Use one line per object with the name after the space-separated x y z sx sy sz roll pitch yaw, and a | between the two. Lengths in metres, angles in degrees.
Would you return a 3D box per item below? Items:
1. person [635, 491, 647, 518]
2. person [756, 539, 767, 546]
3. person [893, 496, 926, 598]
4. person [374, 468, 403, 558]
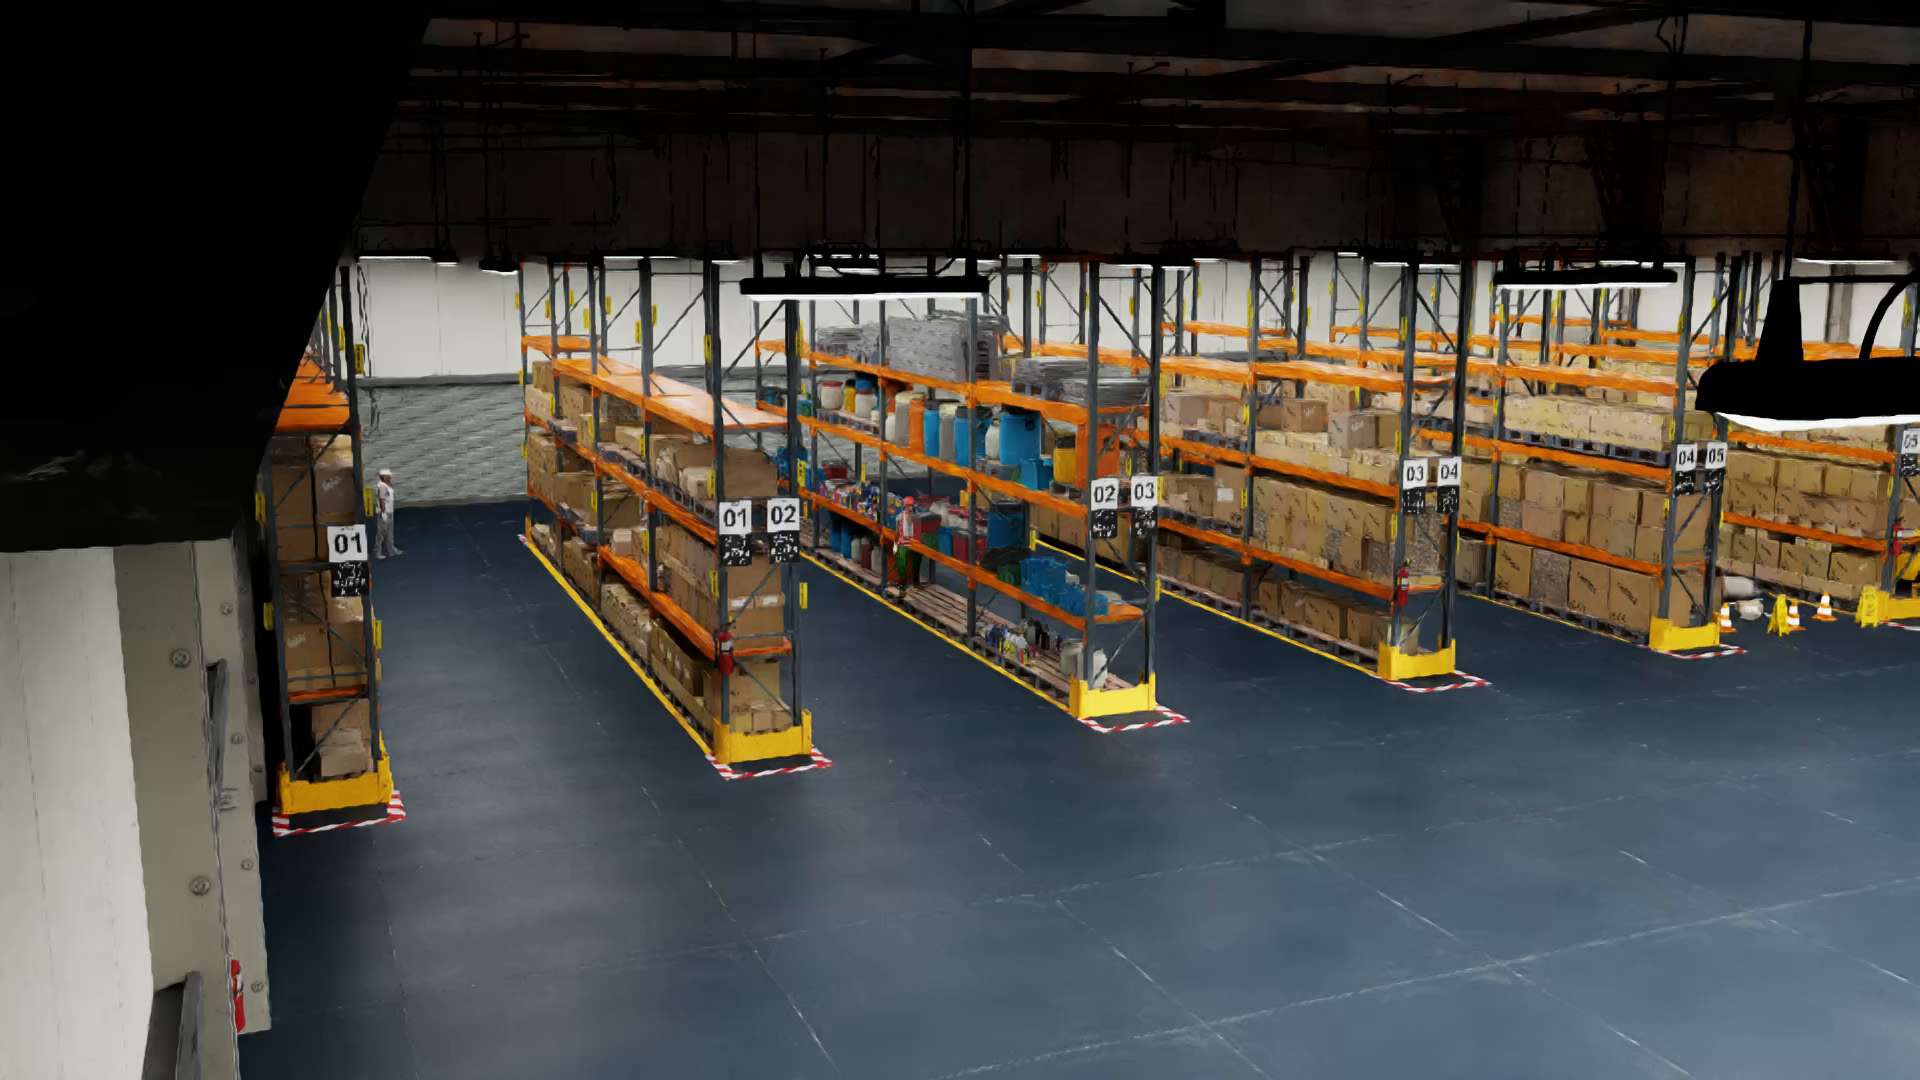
-6.488 -0.591 33.795 0.497 1.583 1.090 -4 11 -20 | person
-3.407 0.605 27.017 0.719 1.714 0.578 -5 11 -24 | person
-0.842 0.092 28.147 0.592 1.730 0.981 0 10 -1 | person
-11.412 -0.549 33.062 0.497 1.785 0.660 -2 11 -12 | person
